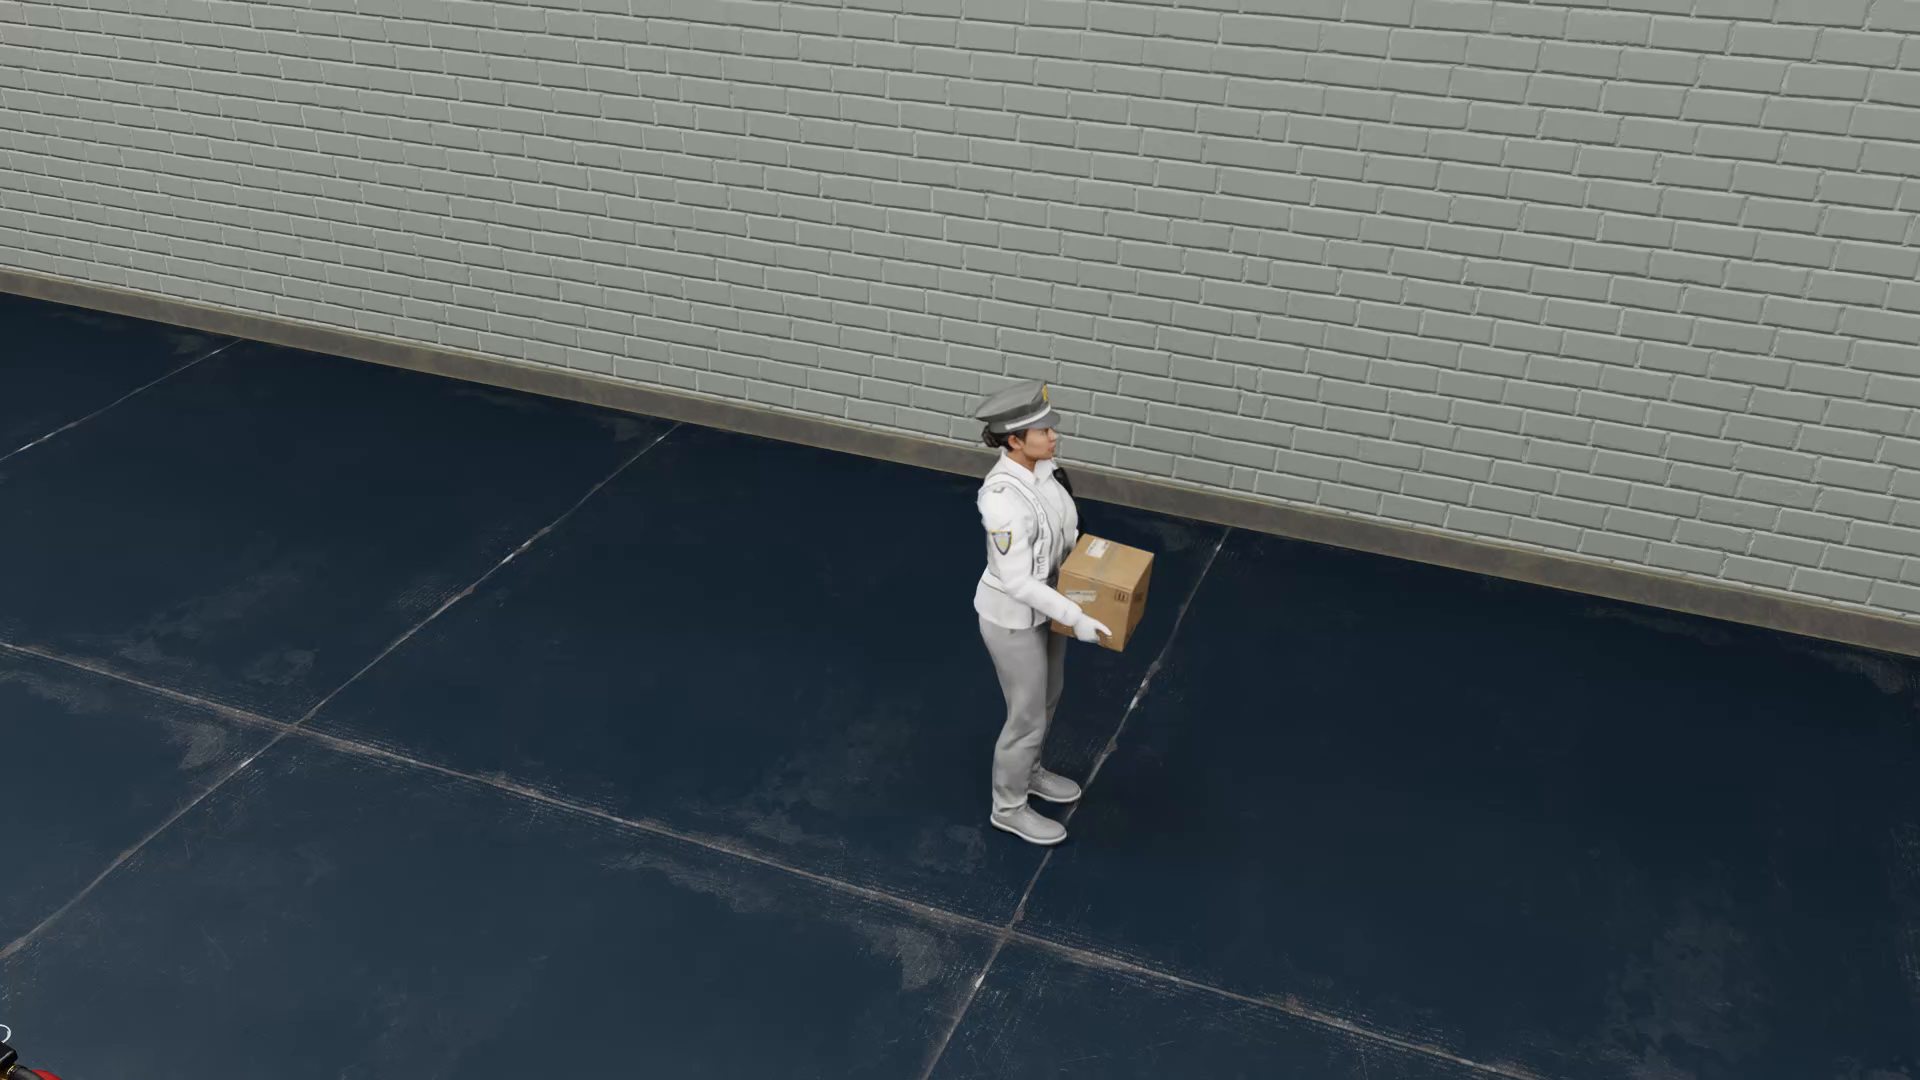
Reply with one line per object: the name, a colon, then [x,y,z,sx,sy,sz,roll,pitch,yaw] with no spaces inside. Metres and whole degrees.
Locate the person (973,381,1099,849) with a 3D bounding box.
person: [0.293,0.254,5.653,0.476,1.691,0.492,11,32,19]
